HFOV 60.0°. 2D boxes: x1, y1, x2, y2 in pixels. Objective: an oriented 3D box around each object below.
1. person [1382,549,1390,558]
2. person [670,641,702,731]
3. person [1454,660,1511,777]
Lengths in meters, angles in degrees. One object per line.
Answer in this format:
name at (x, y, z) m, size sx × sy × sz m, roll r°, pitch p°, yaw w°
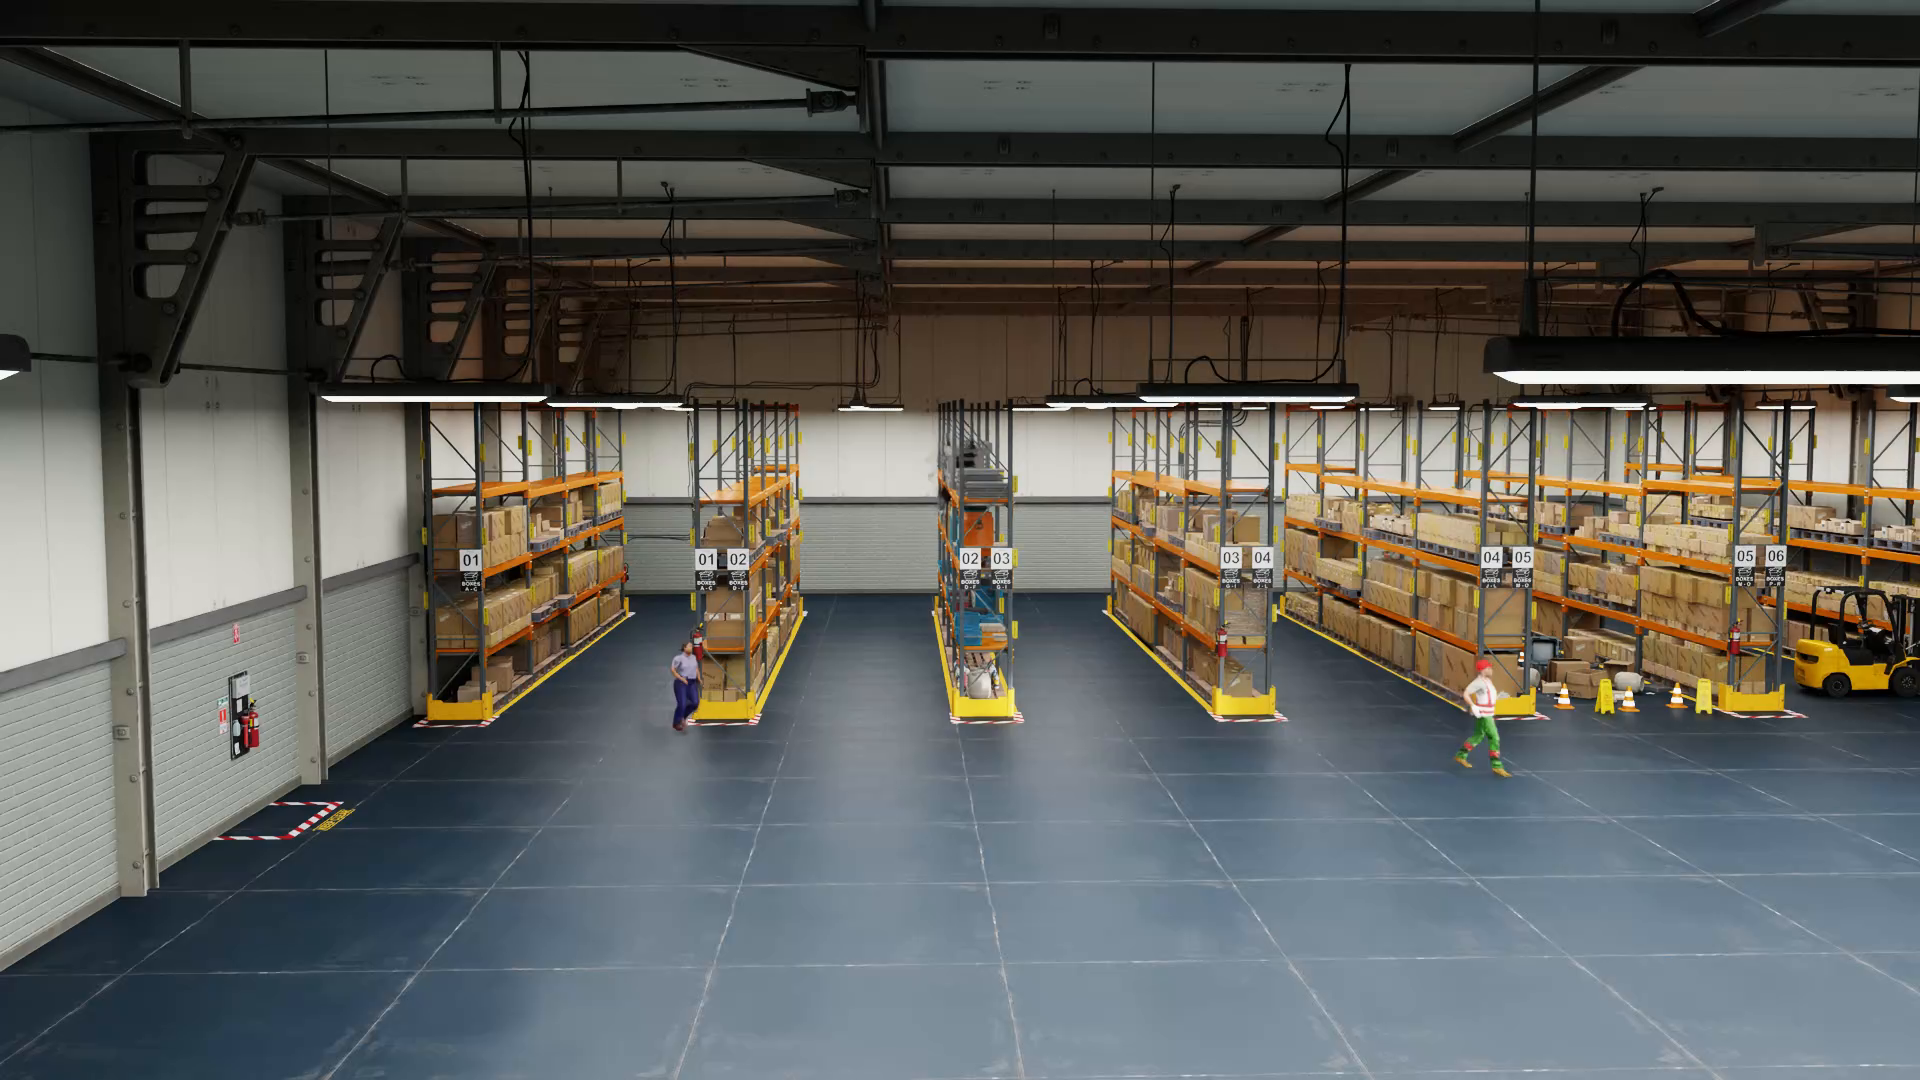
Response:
person at (12.566, 1.107, 49.174) m, size 0.967 × 1.719 × 0.660 m, roll 0°, pitch 4°, yaw -3°
person at (-4.929, 2.639, 30.182) m, size 0.489 × 1.602 × 0.678 m, roll 4°, pitch 6°, yaw 44°
person at (8.300, 2.805, 26.358) m, size 0.909 × 1.817 × 0.655 m, roll 2°, pitch 5°, yaw 27°
